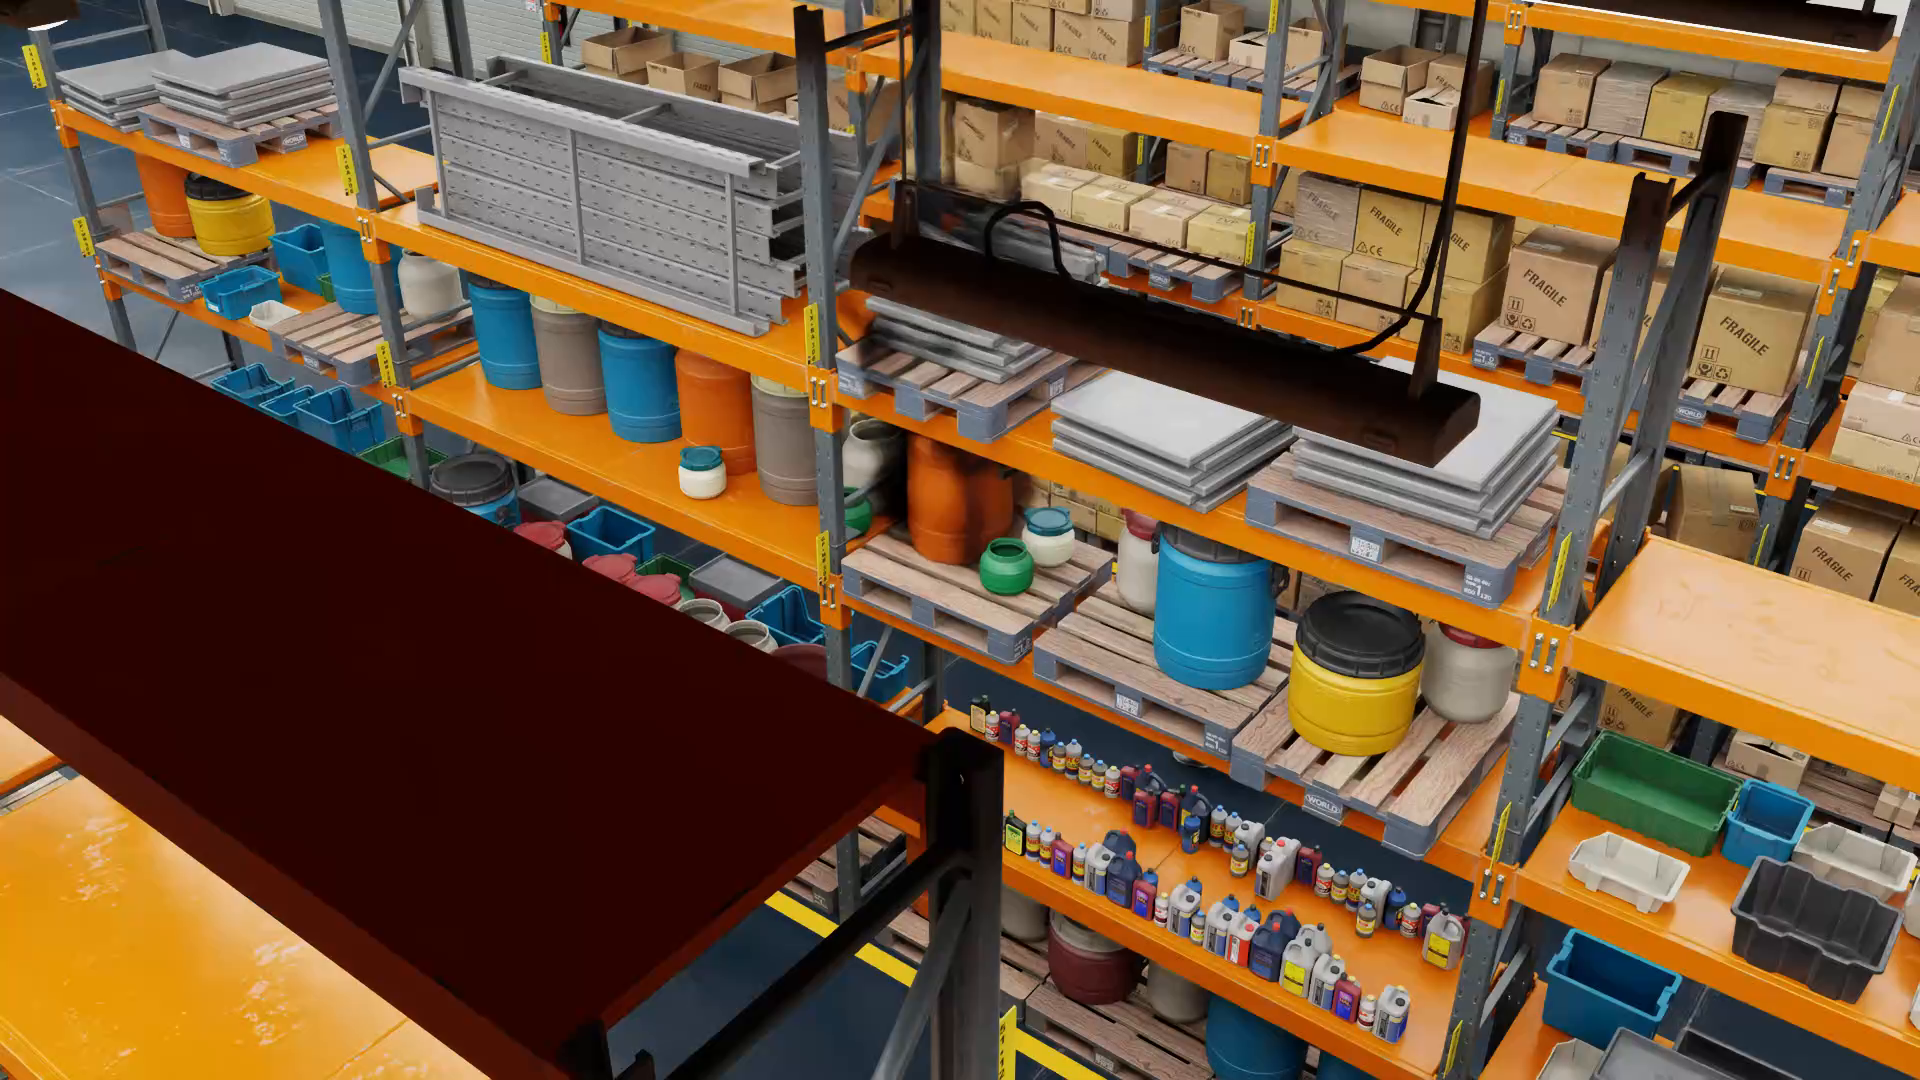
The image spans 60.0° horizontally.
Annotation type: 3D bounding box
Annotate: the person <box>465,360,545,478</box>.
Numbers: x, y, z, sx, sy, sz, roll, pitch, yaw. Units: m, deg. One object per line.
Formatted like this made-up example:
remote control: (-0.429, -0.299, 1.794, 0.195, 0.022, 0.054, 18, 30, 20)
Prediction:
person: (-4.304, -1.113, 15.410, 0.943, 1.768, 0.647, 12, 33, 19)

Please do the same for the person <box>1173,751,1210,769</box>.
person: (1.780, 0.981, 12.129, 0.554, 1.617, 0.621, 16, 35, 24)
